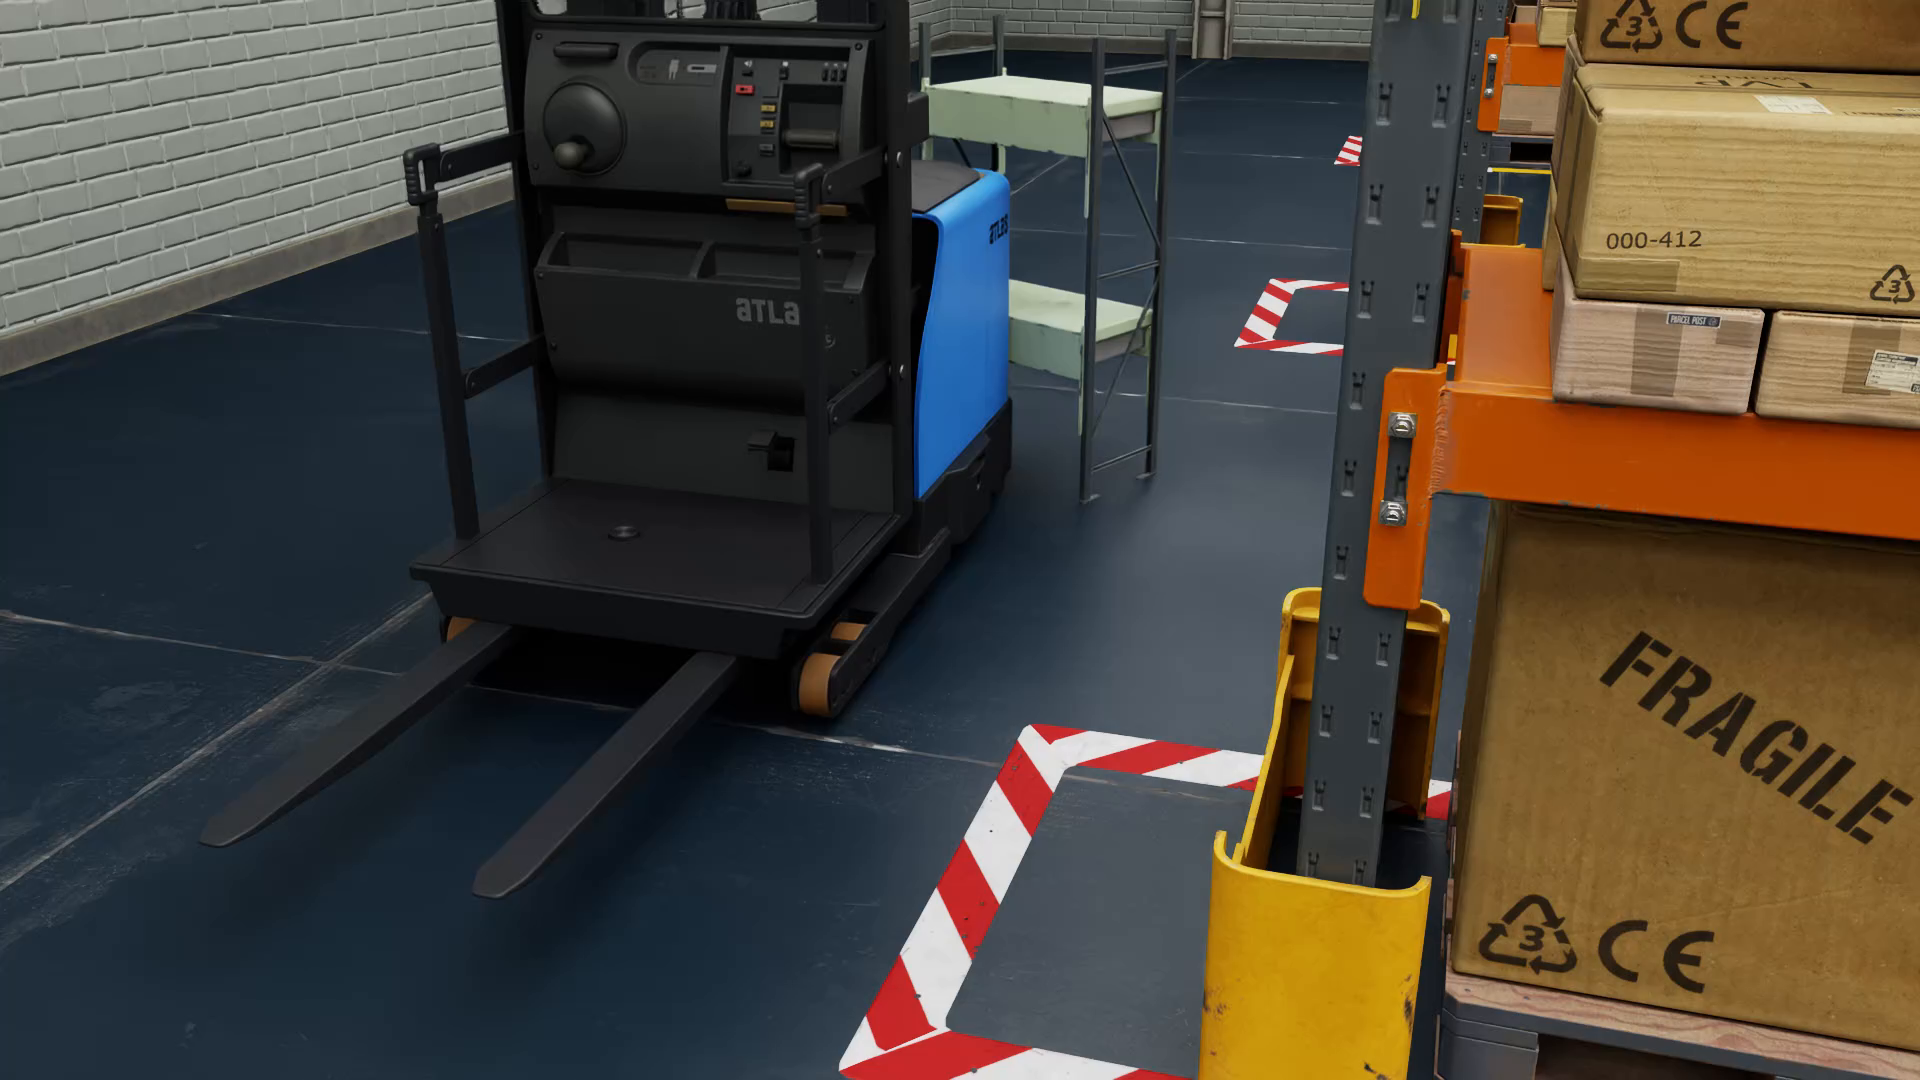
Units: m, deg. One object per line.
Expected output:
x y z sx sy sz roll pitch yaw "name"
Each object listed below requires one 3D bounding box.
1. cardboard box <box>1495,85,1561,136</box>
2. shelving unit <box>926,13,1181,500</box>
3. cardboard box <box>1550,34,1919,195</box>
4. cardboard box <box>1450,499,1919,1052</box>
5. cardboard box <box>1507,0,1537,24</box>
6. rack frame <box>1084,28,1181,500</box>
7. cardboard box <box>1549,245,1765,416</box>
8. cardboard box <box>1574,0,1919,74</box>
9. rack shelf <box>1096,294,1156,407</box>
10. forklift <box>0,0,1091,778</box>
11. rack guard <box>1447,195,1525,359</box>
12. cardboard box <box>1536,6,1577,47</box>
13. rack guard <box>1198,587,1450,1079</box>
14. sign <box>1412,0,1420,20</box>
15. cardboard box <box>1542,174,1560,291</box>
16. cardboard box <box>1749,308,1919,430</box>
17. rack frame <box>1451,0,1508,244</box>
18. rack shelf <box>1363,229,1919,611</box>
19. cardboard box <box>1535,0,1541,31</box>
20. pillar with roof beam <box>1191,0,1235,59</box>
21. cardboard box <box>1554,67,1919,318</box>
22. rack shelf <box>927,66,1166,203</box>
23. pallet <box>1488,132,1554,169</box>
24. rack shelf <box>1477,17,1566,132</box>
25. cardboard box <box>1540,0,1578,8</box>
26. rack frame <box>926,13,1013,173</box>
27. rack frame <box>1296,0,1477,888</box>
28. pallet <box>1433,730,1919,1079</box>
4.279 -3.165 11.857 0.875 0.438 0.875 6 23 14 "cardboard box"
0.294 -0.981 5.686 0.431 1.500 0.755 -21 30 -41 "shelving unit"
1.296 -0.704 2.838 0.500 0.250 0.500 6 23 15 "cardboard box"
1.392 0.238 2.984 0.875 0.875 0.875 7 23 16 "cardboard box"
5.607 -4.934 16.083 0.637 0.503 0.797 6 23 13 "cardboard box"
0.553 -0.883 5.447 0.400 1.500 0.023 -21 30 -41 "rack frame"
1.000 -0.317 2.421 0.250 0.149 0.380 7 23 16 "cardboard box"
1.298 -1.049 2.693 0.500 0.500 0.500 7 23 16 "cardboard box"
0.294 -0.680 5.810 0.431 0.370 0.720 -21 30 -41 "rack shelf"
-0.990 -1.151 4.213 3.031 2.935 1.130 -21 30 -41 "forklift"
2.358 -1.218 7.581 0.348 0.500 1.175 7 23 16 "rack guard"
2.501 -2.112 6.798 0.250 0.149 0.380 6 23 15 "cardboard box"
0.733 0.562 3.242 0.348 0.500 1.175 7 23 16 "rack guard"
0.590 -0.828 2.092 0.005 0.325 0.100 7 23 16 "sign"
1.192 -0.556 3.005 0.250 0.149 0.380 7 23 17 "cardboard box"
1.246 -0.289 2.354 0.250 0.149 0.380 6 23 15 "cardboard box"
2.285 -2.383 7.127 0.127 3.000 1.000 7 23 16 "rack frame"
2.670 -0.040 2.363 4.000 0.370 1.077 7 23 16 "rack shelf"
2.679 -2.334 7.338 0.250 0.149 0.380 7 23 16 "cardboard box"
1.484 -7.831 12.503 0.400 9.000 9.100 7 23 16 "pillar with roof beam"
1.137 -0.510 2.365 0.500 0.250 0.500 6 23 14 "cardboard box"
0.294 -1.343 5.538 0.431 0.370 0.720 -21 30 -41 "rack shelf"
4.406 -2.843 11.923 1.213 0.211 1.003 7 23 16 "pallet"
4.200 -1.831 6.729 4.000 0.370 1.077 7 23 16 "rack shelf"
2.635 -2.417 6.687 0.500 0.500 0.500 8 24 18 "cardboard box"
0.036 -1.080 5.926 0.400 1.500 0.023 -21 30 -41 "rack frame"
0.756 -0.592 2.761 0.127 3.000 1.000 7 23 16 "rack frame"
1.544 0.757 3.146 1.213 0.211 1.003 7 23 16 "pallet"
